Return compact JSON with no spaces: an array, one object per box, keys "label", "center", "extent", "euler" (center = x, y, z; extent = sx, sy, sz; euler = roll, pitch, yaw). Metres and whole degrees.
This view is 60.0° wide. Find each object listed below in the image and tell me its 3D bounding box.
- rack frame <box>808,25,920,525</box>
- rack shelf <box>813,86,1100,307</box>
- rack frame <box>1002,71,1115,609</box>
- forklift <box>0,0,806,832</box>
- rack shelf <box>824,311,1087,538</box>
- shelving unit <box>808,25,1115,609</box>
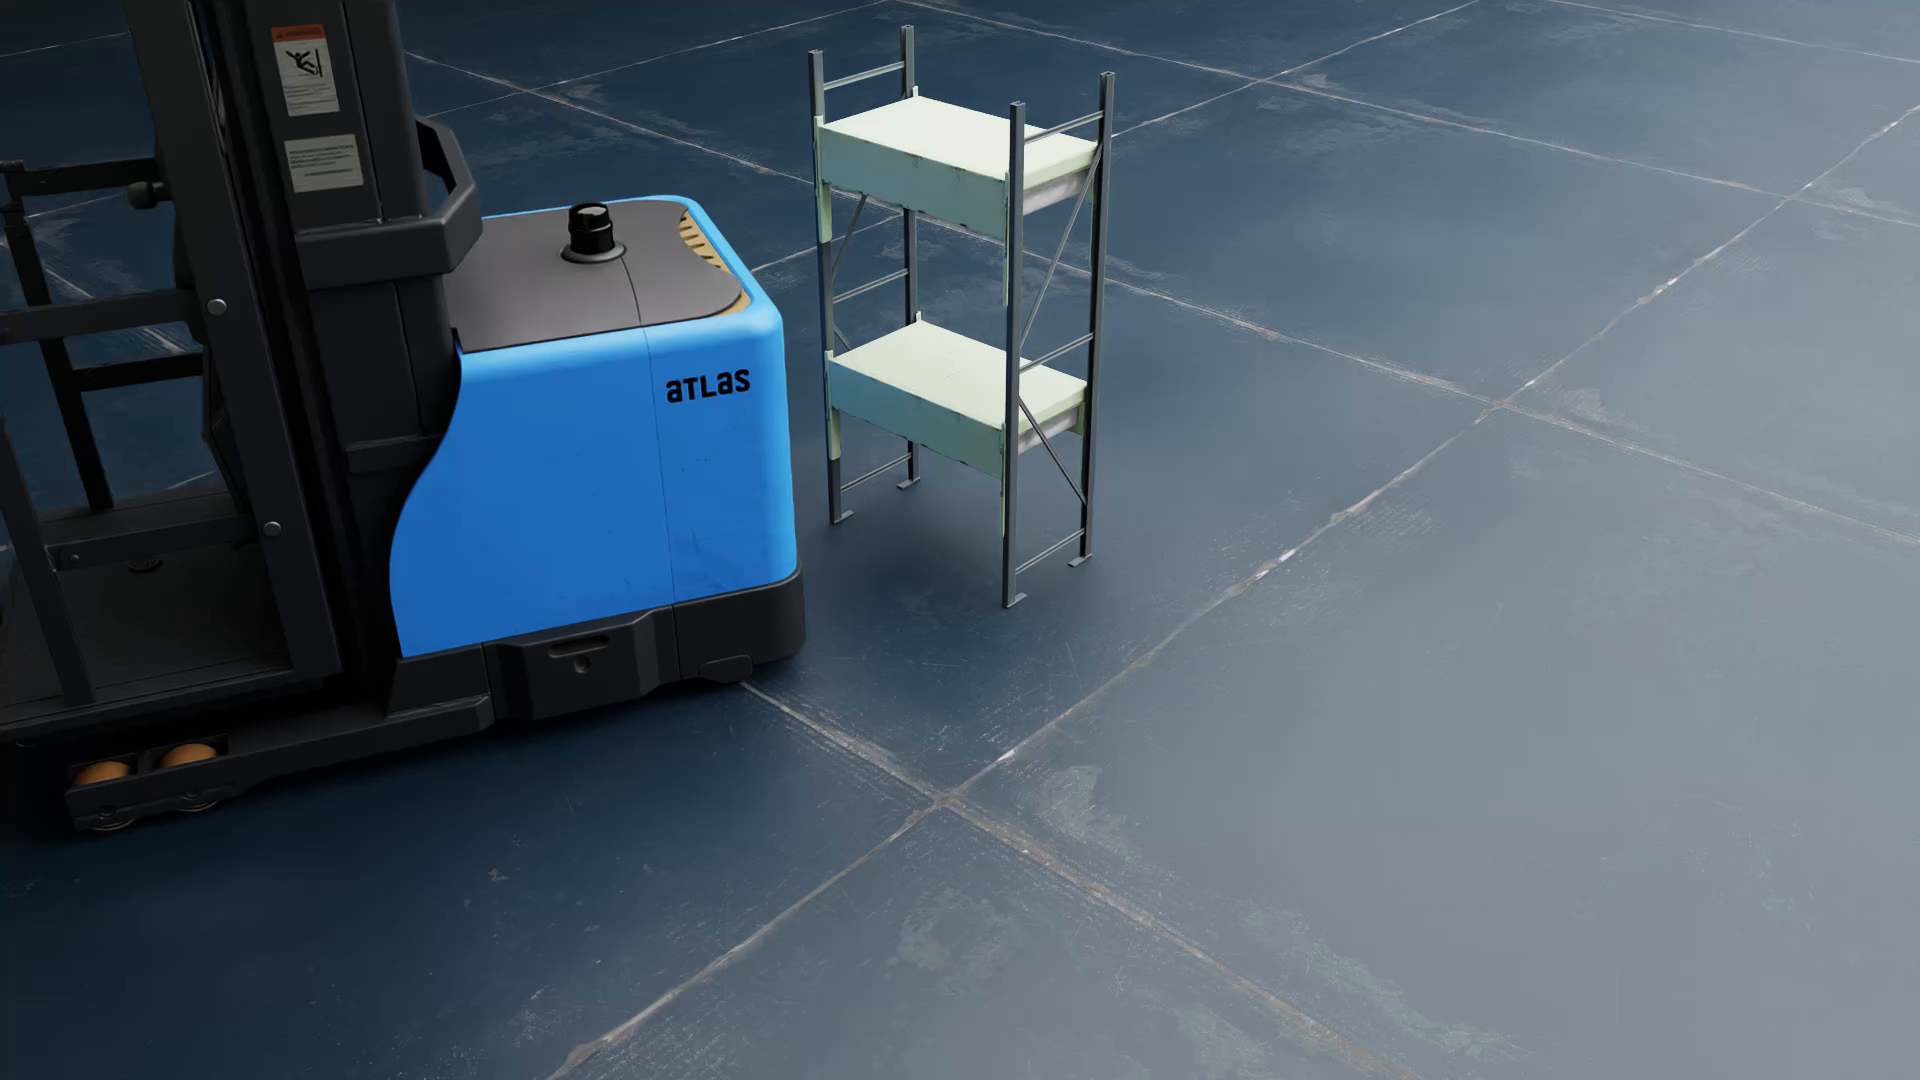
[{"label":"rack frame","center":[-0.276,-0.772,5.077],"extent":[0.023,1.500,0.400],"euler":[25,39,35]},{"label":"rack shelf","center":[-0.005,-0.979,4.666],"extent":[0.720,0.370,0.431],"euler":[25,39,35]},{"label":"rack frame","center":[0.266,-0.518,4.657],"extent":[0.023,1.500,0.400],"euler":[25,39,35]},{"label":"forklift","center":[-2.001,-0.853,3.826],"extent":[3.031,2.935,1.130],"euler":[-11,33,-18]},{"label":"rack shelf","center":[-0.005,-0.366,5.035],"extent":[0.720,0.370,0.431],"euler":[25,39,35]},{"label":"shelving unit","center":[-0.005,-0.645,4.867],"extent":[0.755,1.500,0.431],"euler":[25,39,35]}]
